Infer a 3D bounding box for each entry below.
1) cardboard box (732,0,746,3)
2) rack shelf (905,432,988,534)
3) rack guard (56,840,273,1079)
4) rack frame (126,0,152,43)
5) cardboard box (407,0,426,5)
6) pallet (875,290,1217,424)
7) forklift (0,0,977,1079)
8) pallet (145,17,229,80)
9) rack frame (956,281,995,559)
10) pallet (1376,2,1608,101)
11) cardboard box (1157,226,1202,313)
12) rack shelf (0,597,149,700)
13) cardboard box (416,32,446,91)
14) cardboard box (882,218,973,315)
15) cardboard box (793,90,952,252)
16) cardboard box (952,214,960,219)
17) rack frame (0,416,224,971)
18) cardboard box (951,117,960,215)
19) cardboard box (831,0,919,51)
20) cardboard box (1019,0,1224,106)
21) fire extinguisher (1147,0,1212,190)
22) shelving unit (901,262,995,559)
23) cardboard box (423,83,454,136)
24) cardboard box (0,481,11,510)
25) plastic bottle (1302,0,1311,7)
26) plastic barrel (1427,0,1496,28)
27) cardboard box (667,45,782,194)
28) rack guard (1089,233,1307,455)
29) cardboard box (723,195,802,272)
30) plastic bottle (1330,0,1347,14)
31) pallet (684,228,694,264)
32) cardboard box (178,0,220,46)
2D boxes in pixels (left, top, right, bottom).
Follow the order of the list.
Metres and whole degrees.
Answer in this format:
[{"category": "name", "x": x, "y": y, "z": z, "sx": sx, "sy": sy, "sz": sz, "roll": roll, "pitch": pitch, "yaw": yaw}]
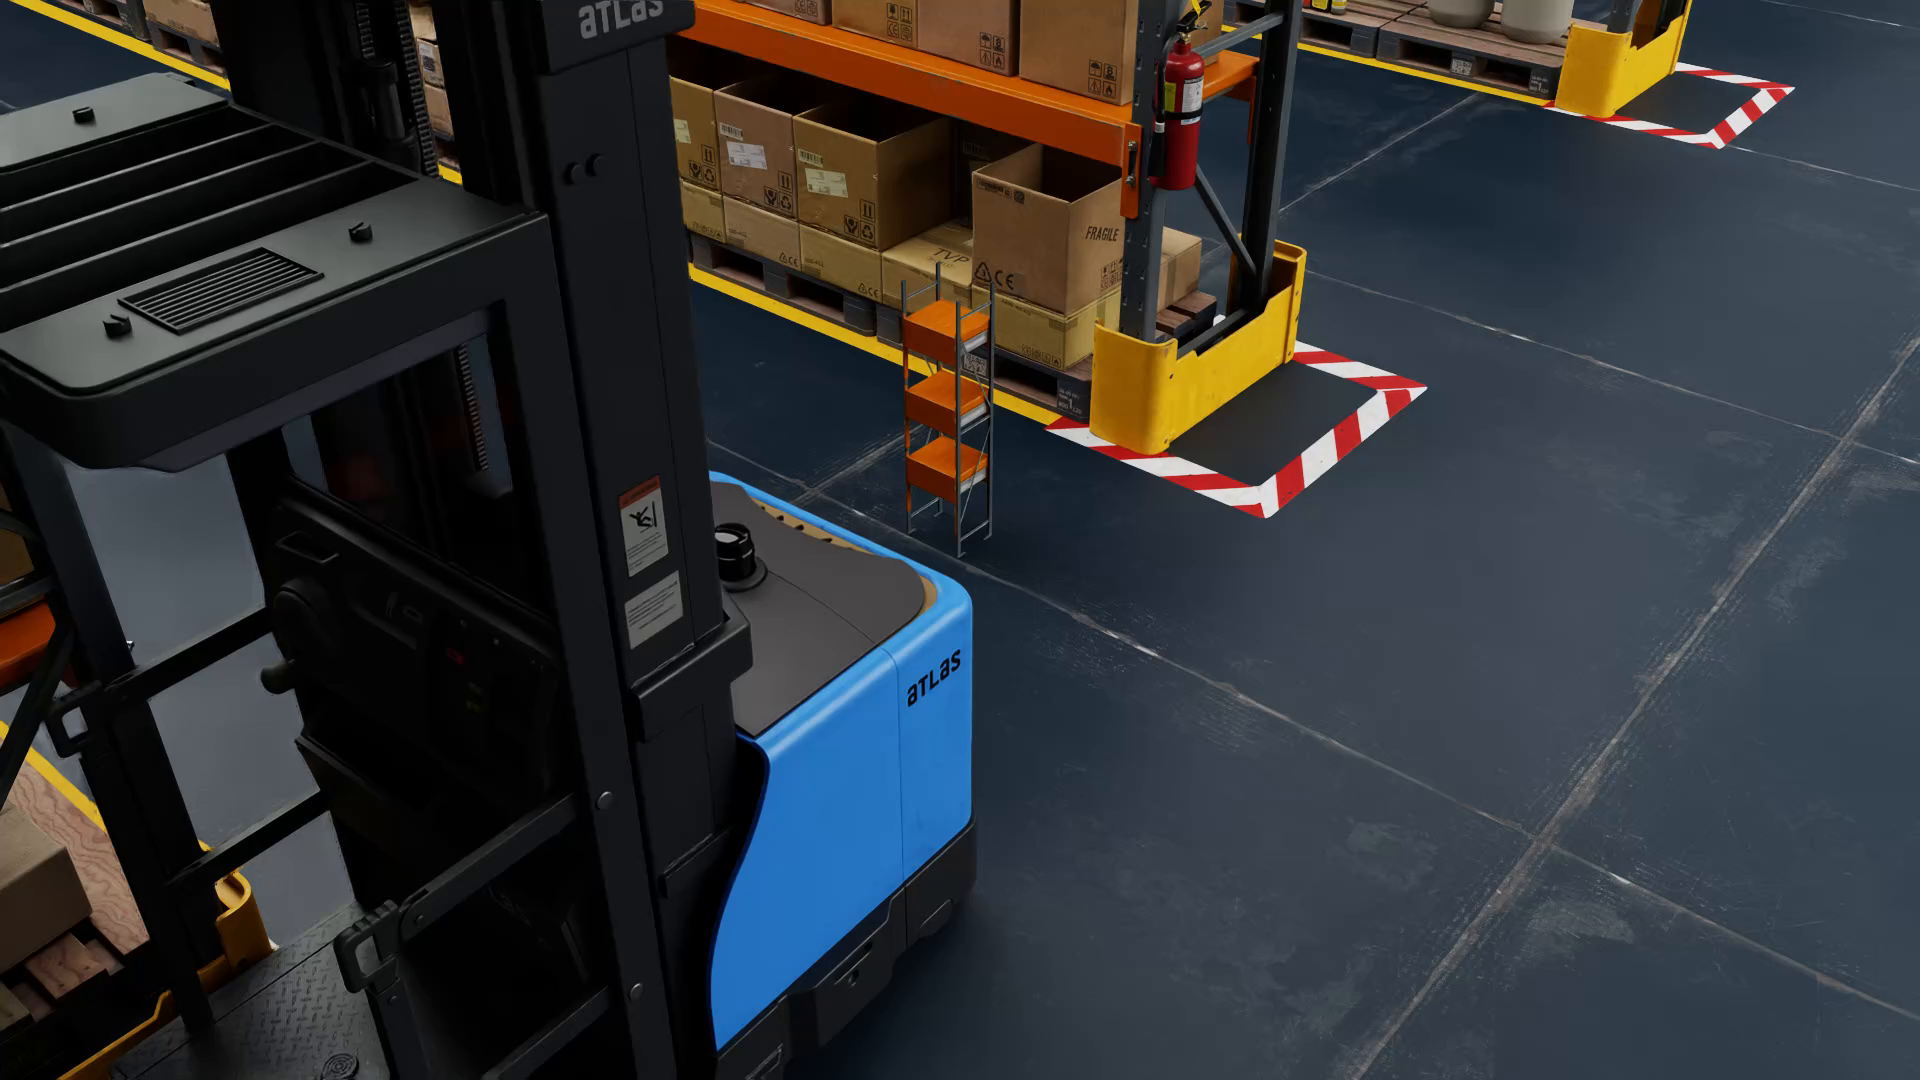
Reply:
[{"category": "cardboard box", "x": -0.939, "y": -2.850, "z": 7.662, "sx": 0.500, "sy": 0.500, "sz": 0.700, "roll": 26, "pitch": 42, "yaw": 32}, {"category": "rack shelf", "x": -0.041, "y": -0.214, "z": 6.144, "sx": 0.240, "sy": 0.259, "sz": 0.215, "roll": 25, "pitch": 42, "yaw": 32}, {"category": "rack guard", "x": -2.227, "y": 1.270, "z": 3.960, "sx": 0.348, "sy": 0.500, "sz": 1.175, "roll": 25, "pitch": 42, "yaw": 32}, {"category": "rack frame", "x": -5.150, "y": -4.787, "z": 10.571, "sx": 0.127, "sy": 3.000, "sz": 1.000, "roll": 25, "pitch": 42, "yaw": 32}, {"category": "cardboard box", "x": -3.357, "y": -2.999, "z": 9.530, "sx": 0.500, "sy": 0.311, "sz": 0.500, "roll": 25, "pitch": 42, "yaw": 32}, {"category": "pallet", "x": 0.383, "y": -0.999, "z": 7.518, "sx": 1.213, "sy": 0.211, "sz": 1.003, "roll": 25, "pitch": 42, "yaw": 32}, {"category": "forklift", "x": -1.258, "y": 0.283, "z": 3.248, "sx": 1.130, "sy": 2.935, "sz": 3.031, "roll": 24, "pitch": 41, "yaw": 31}, {"category": "pallet", "x": -4.543, "y": -3.323, "z": 10.902, "sx": 1.213, "sy": 0.211, "sz": 1.003, "roll": 25, "pitch": 42, "yaw": 32}, {"category": "rack frame", "x": 0.053, "y": -0.408, "z": 5.917, "sx": 0.008, "sy": 1.050, "sz": 0.200, "roll": 25, "pitch": 42, "yaw": 32}, {"category": "pallet", "x": 3.461, "y": -3.198, "z": 10.720, "sx": 1.213, "sy": 0.211, "sz": 1.003, "roll": 25, "pitch": 42, "yaw": 32}, {"category": "cardboard box", "x": 0.728, "y": -1.220, "z": 7.435, "sx": 0.500, "sy": 0.250, "sz": 0.500, "roll": 25, "pitch": 42, "yaw": 32}, {"category": "rack shelf", "x": -3.706, "y": -0.161, "z": 4.470, "sx": 4.000, "sy": 0.370, "sz": 1.077, "roll": 25, "pitch": 42, "yaw": 32}, {"category": "cardboard box", "x": -2.571, "y": -2.631, "z": 8.994, "sx": 0.500, "sy": 0.311, "sz": 0.500, "roll": 25, "pitch": 42, "yaw": 32}, {"category": "cardboard box", "x": 0.005, "y": -1.171, "z": 7.363, "sx": 0.500, "sy": 0.250, "sz": 0.500, "roll": 25, "pitch": 42, "yaw": 32}, {"category": "cardboard box", "x": -0.383, "y": -1.659, "z": 7.412, "sx": 0.500, "sy": 0.500, "sz": 0.500, "roll": 25, "pitch": 42, "yaw": 32}, {"category": "cardboard box", "x": -0.043, "y": -1.581, "z": 7.961, "sx": 0.500, "sy": 0.250, "sz": 0.500, "roll": 25, "pitch": 42, "yaw": 32}, {"category": "rack frame", "x": -2.169, "y": 0.267, "z": 3.212, "sx": 0.127, "sy": 3.000, "sz": 1.000, "roll": 25, "pitch": 42, "yaw": 32}, {"category": "cardboard box", "x": -0.050, "y": -1.885, "z": 7.741, "sx": 0.500, "sy": 0.500, "sz": 0.500, "roll": 25, "pitch": 42, "yaw": 32}, {"category": "cardboard box", "x": -0.137, "y": -2.476, "z": 7.118, "sx": 0.500, "sy": 0.500, "sz": 0.700, "roll": 26, "pitch": 42, "yaw": 32}, {"category": "cardboard box", "x": 0.647, "y": -2.106, "z": 6.578, "sx": 0.500, "sy": 0.500, "sz": 0.700, "roll": 25, "pitch": 42, "yaw": 32}, {"category": "fire extinguisher", "x": 0.791, "y": -1.613, "z": 6.017, "sx": 0.183, "sy": 0.674, "sz": 0.296, "roll": 25, "pitch": 42, "yaw": 32}, {"category": "shelving unit", "x": -0.041, "y": -0.452, "z": 5.981, "sx": 0.252, "sy": 1.050, "sz": 0.215, "roll": 25, "pitch": 42, "yaw": 32}, {"category": "cardboard box", "x": -2.580, "y": -2.402, "z": 9.156, "sx": 0.500, "sy": 0.250, "sz": 0.500, "roll": 25, "pitch": 42, "yaw": 31}, {"category": "cardboard box", "x": -2.343, "y": -0.292, "z": 3.479, "sx": 0.500, "sy": 0.500, "sz": 0.500, "roll": 25, "pitch": 42, "yaw": 32}, {"category": "plastic bottle", "x": 2.302, "y": -3.680, "z": 10.976, "sx": 0.135, "sy": 0.276, "sz": 0.152, "roll": 26, "pitch": 42, "yaw": 32}, {"category": "plastic barrel", "x": 3.230, "y": -3.578, "z": 10.637, "sx": 0.421, "sy": 0.512, "sz": 0.421, "roll": 0, "pitch": 34, "yaw": 0}, {"category": "cardboard box", "x": -1.152, "y": -2.021, "z": 7.939, "sx": 0.500, "sy": 0.500, "sz": 0.500, "roll": 25, "pitch": 42, "yaw": 32}, {"category": "rack guard", "x": 1.016, "y": -0.851, "z": 7.047, "sx": 0.348, "sy": 0.500, "sz": 1.175, "roll": 25, "pitch": 42, "yaw": 32}, {"category": "cardboard box", "x": -0.764, "y": -1.533, "z": 7.891, "sx": 0.500, "sy": 0.250, "sz": 0.500, "roll": 25, "pitch": 42, "yaw": 32}, {"category": "plastic bottle", "x": 2.478, "y": -3.546, "z": 10.847, "sx": 0.097, "sy": 0.201, "sz": 0.097, "roll": 0, "pitch": 34, "yaw": 0}, {"category": "pallet", "x": -1.492, "y": -1.883, "z": 8.805, "sx": 1.213, "sy": 0.211, "sz": 1.003, "roll": 25, "pitch": 42, "yaw": 32}, {"category": "cardboard box", "x": -4.549, "y": -3.328, "z": 10.504, "sx": 0.500, "sy": 0.250, "sz": 0.500, "roll": 24, "pitch": 41, "yaw": 31}]
